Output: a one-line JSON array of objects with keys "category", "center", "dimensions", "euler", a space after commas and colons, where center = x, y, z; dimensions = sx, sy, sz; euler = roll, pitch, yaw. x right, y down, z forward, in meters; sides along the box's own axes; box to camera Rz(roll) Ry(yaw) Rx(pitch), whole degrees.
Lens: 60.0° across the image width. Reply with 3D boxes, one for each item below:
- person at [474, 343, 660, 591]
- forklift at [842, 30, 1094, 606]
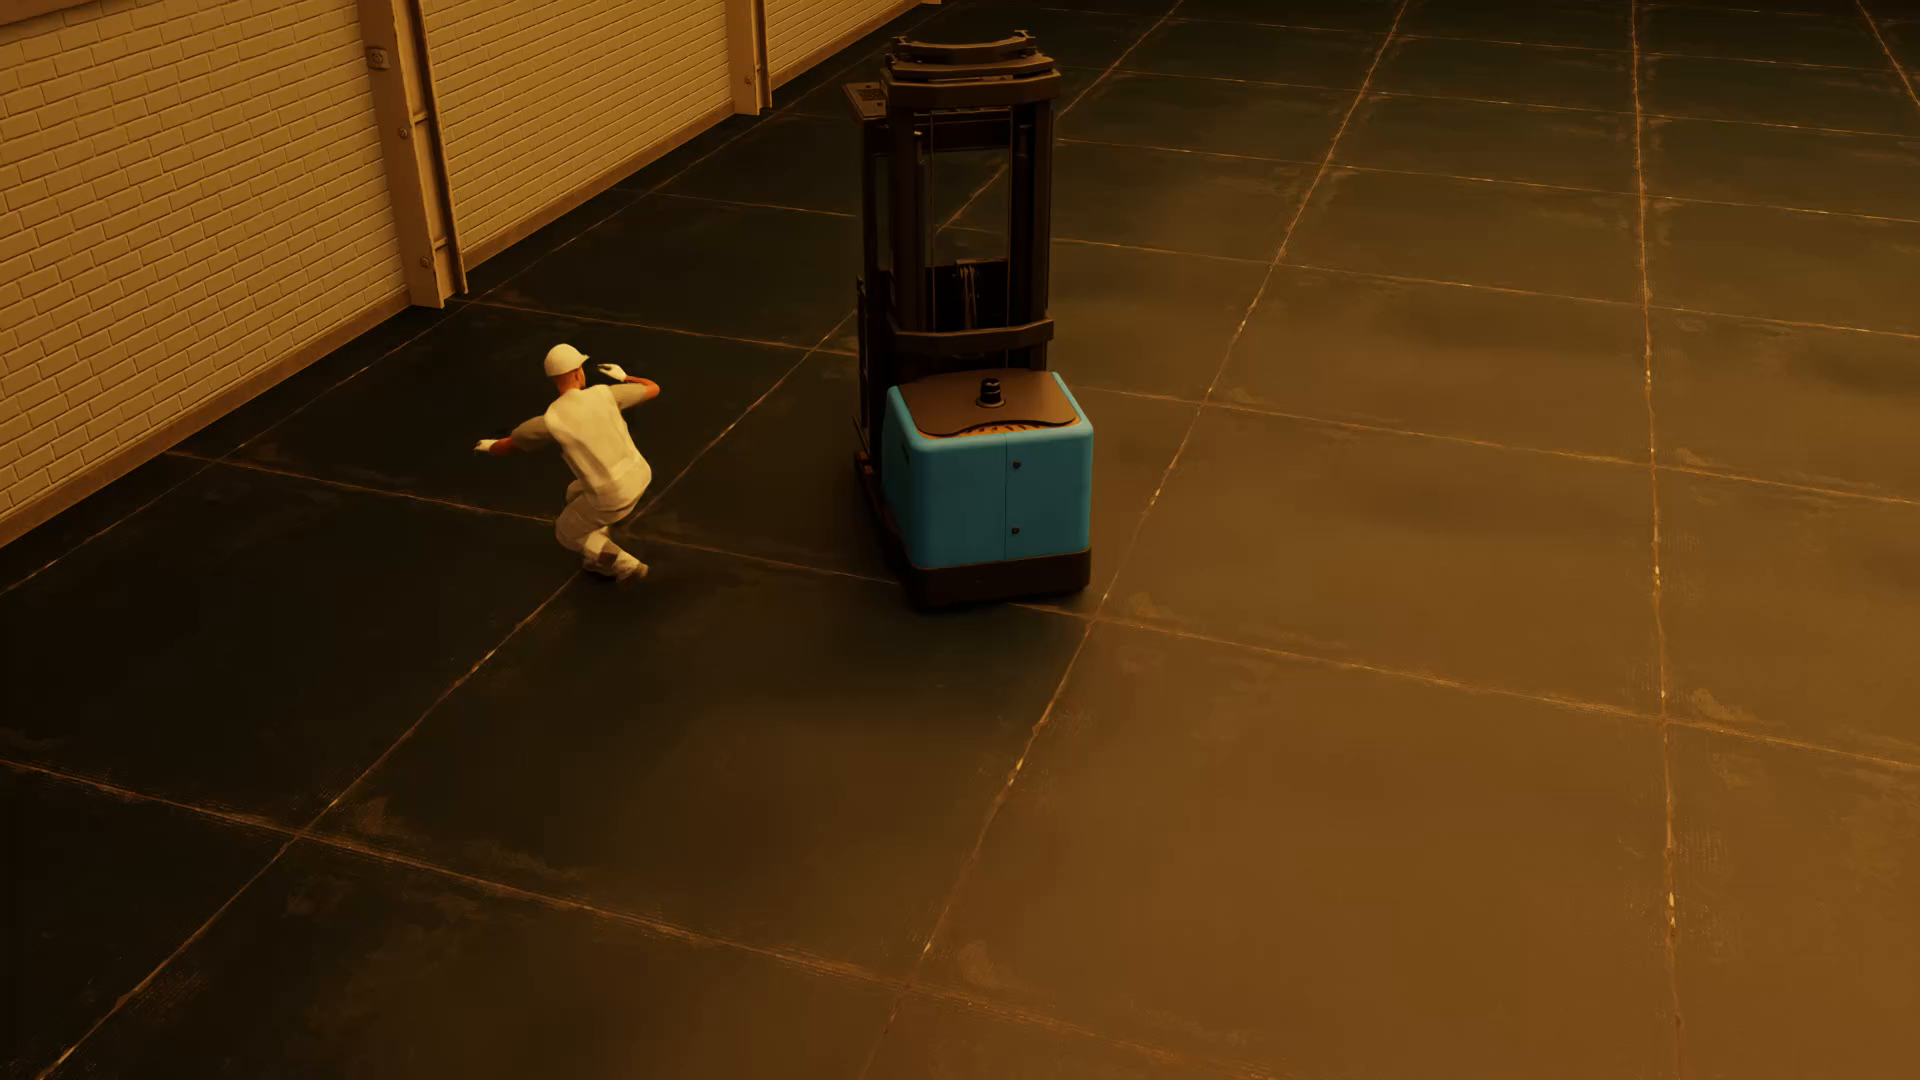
[{"category": "person", "center": [-2.166, -0.441, 9.373], "dimensions": [1.020, 1.481, 0.788], "euler": [16, 34, 26]}, {"category": "forklift", "center": [-0.070, -1.617, 9.974], "dimensions": [1.130, 2.935, 3.031], "euler": [-6, 30, -11]}]
